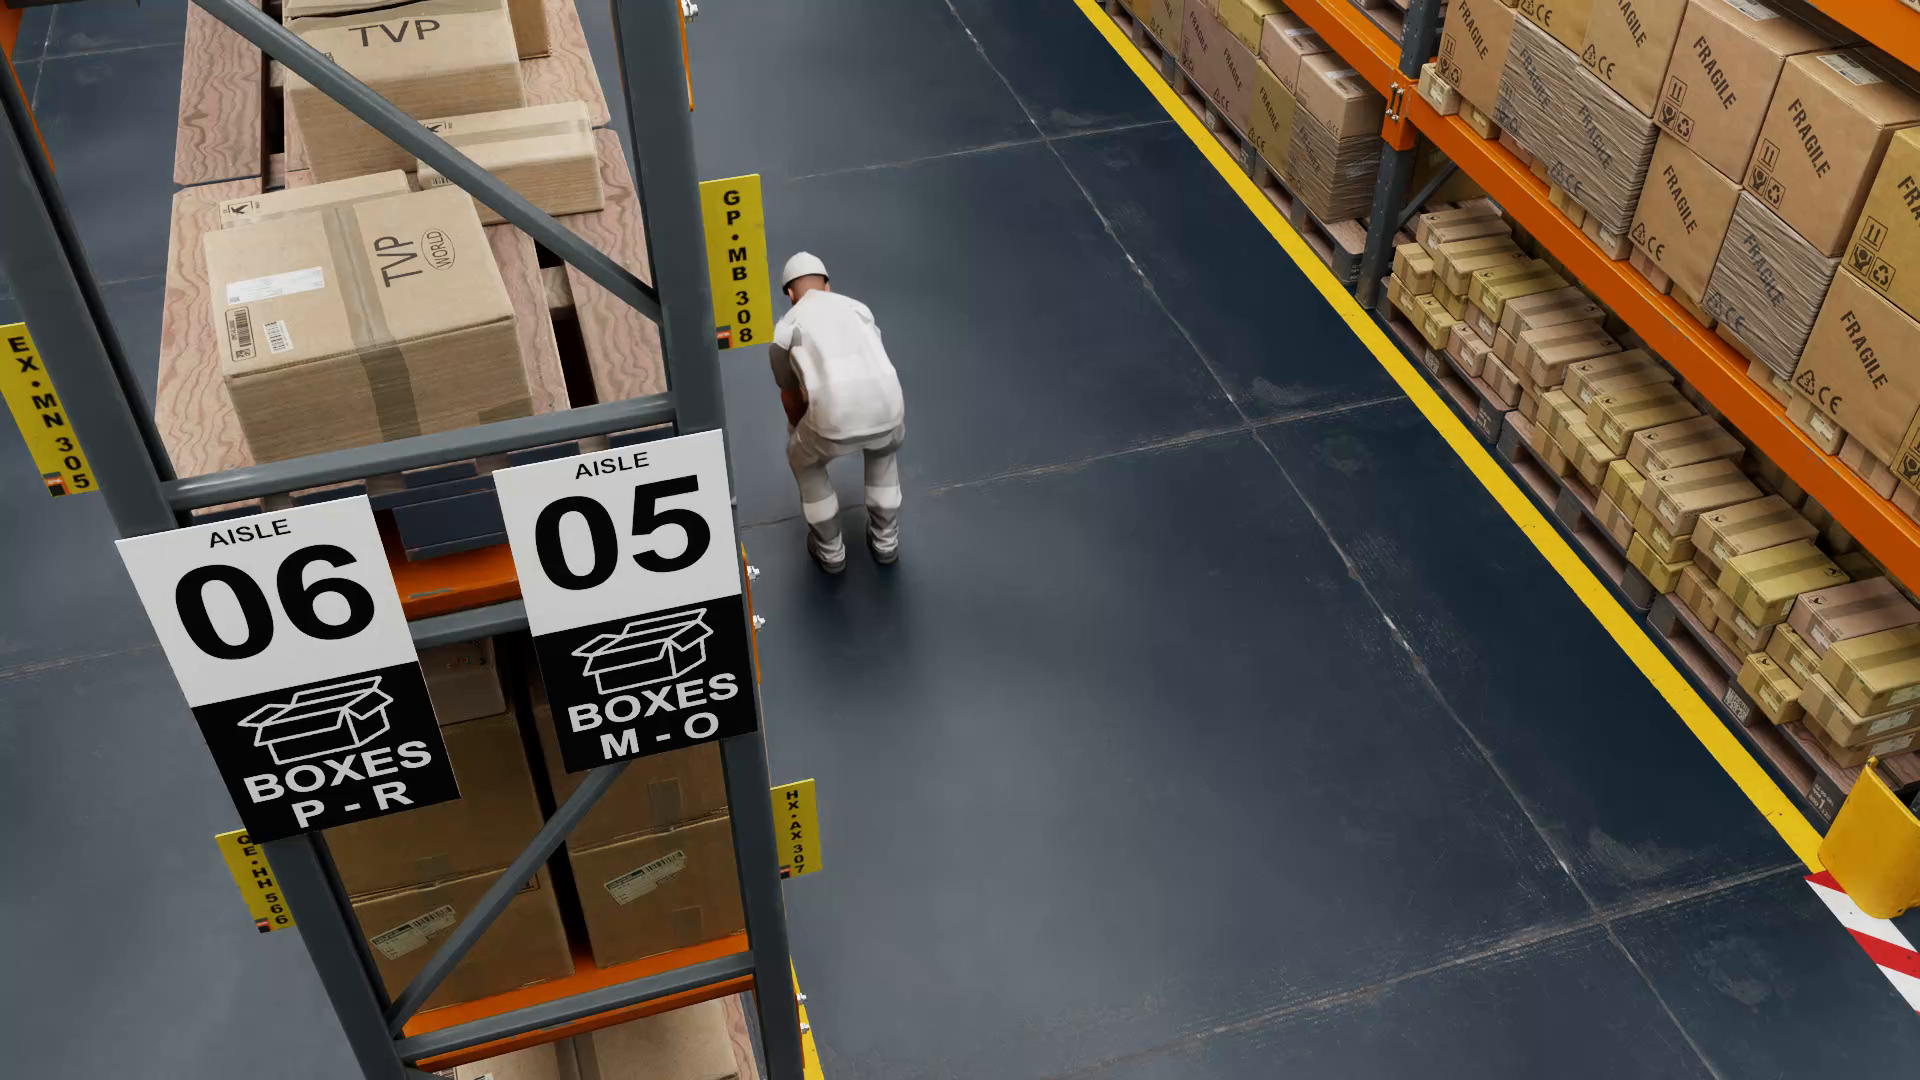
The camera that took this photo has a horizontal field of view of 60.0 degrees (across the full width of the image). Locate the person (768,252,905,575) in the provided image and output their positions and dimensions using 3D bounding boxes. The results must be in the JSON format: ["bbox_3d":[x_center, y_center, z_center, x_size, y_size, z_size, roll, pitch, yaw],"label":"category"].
[{"bbox_3d":[-0.537,-0.527,7.165,0.513,1.205,0.939,-14,44,-15],"label":"person"}]
